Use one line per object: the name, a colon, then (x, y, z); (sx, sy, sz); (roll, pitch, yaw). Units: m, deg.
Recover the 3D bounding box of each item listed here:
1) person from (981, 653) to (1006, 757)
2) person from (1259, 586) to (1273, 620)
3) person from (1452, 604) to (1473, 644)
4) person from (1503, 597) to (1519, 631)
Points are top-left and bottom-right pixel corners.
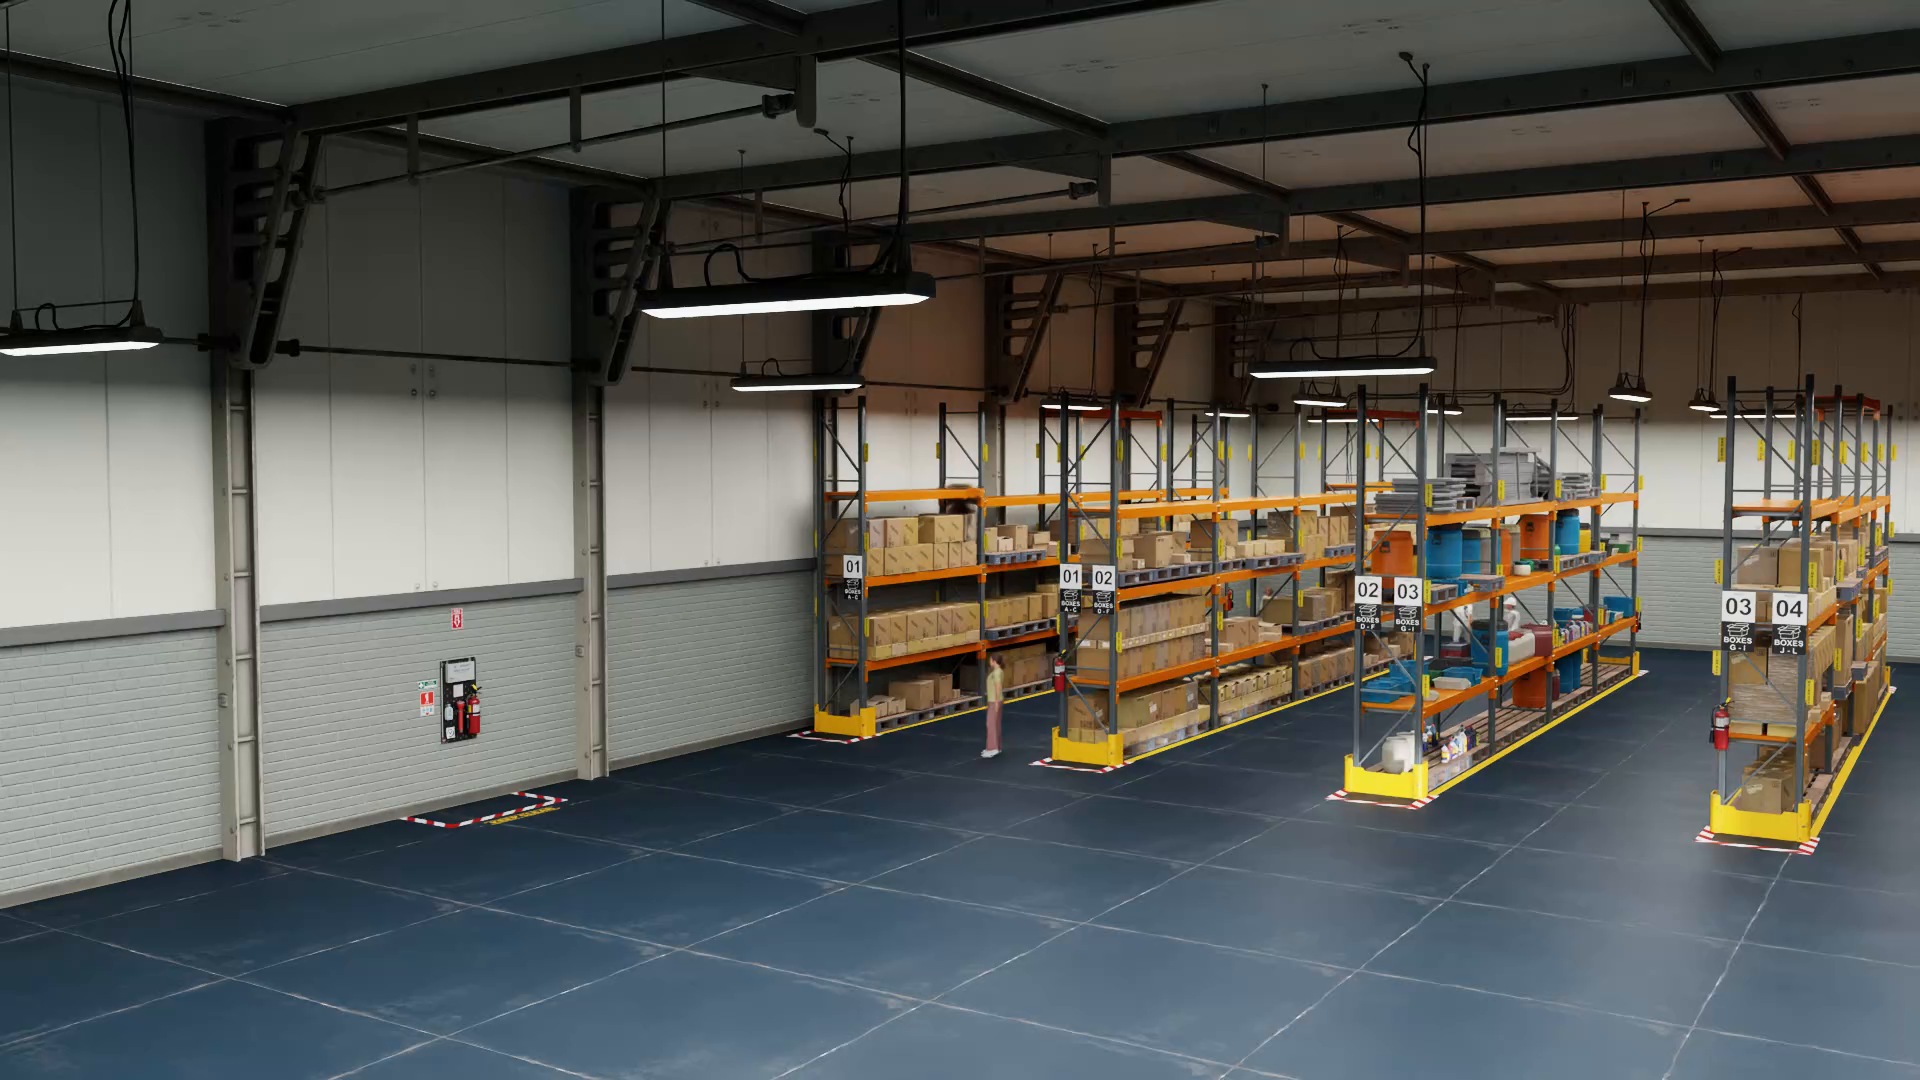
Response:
person: (0.569, 2.726, 27.569); (0.385, 1.711, 0.561); (1, 3, 10)
person: (7.857, 1.984, 42.399); (0.469, 1.610, 0.524); (0, 3, 3)
person: (12.144, 2.082, 40.153); (0.472, 1.615, 0.917); (1, 3, 27)
person: (12.220, 2.168, 36.973); (0.389, 1.787, 0.603); (2, 4, 34)
